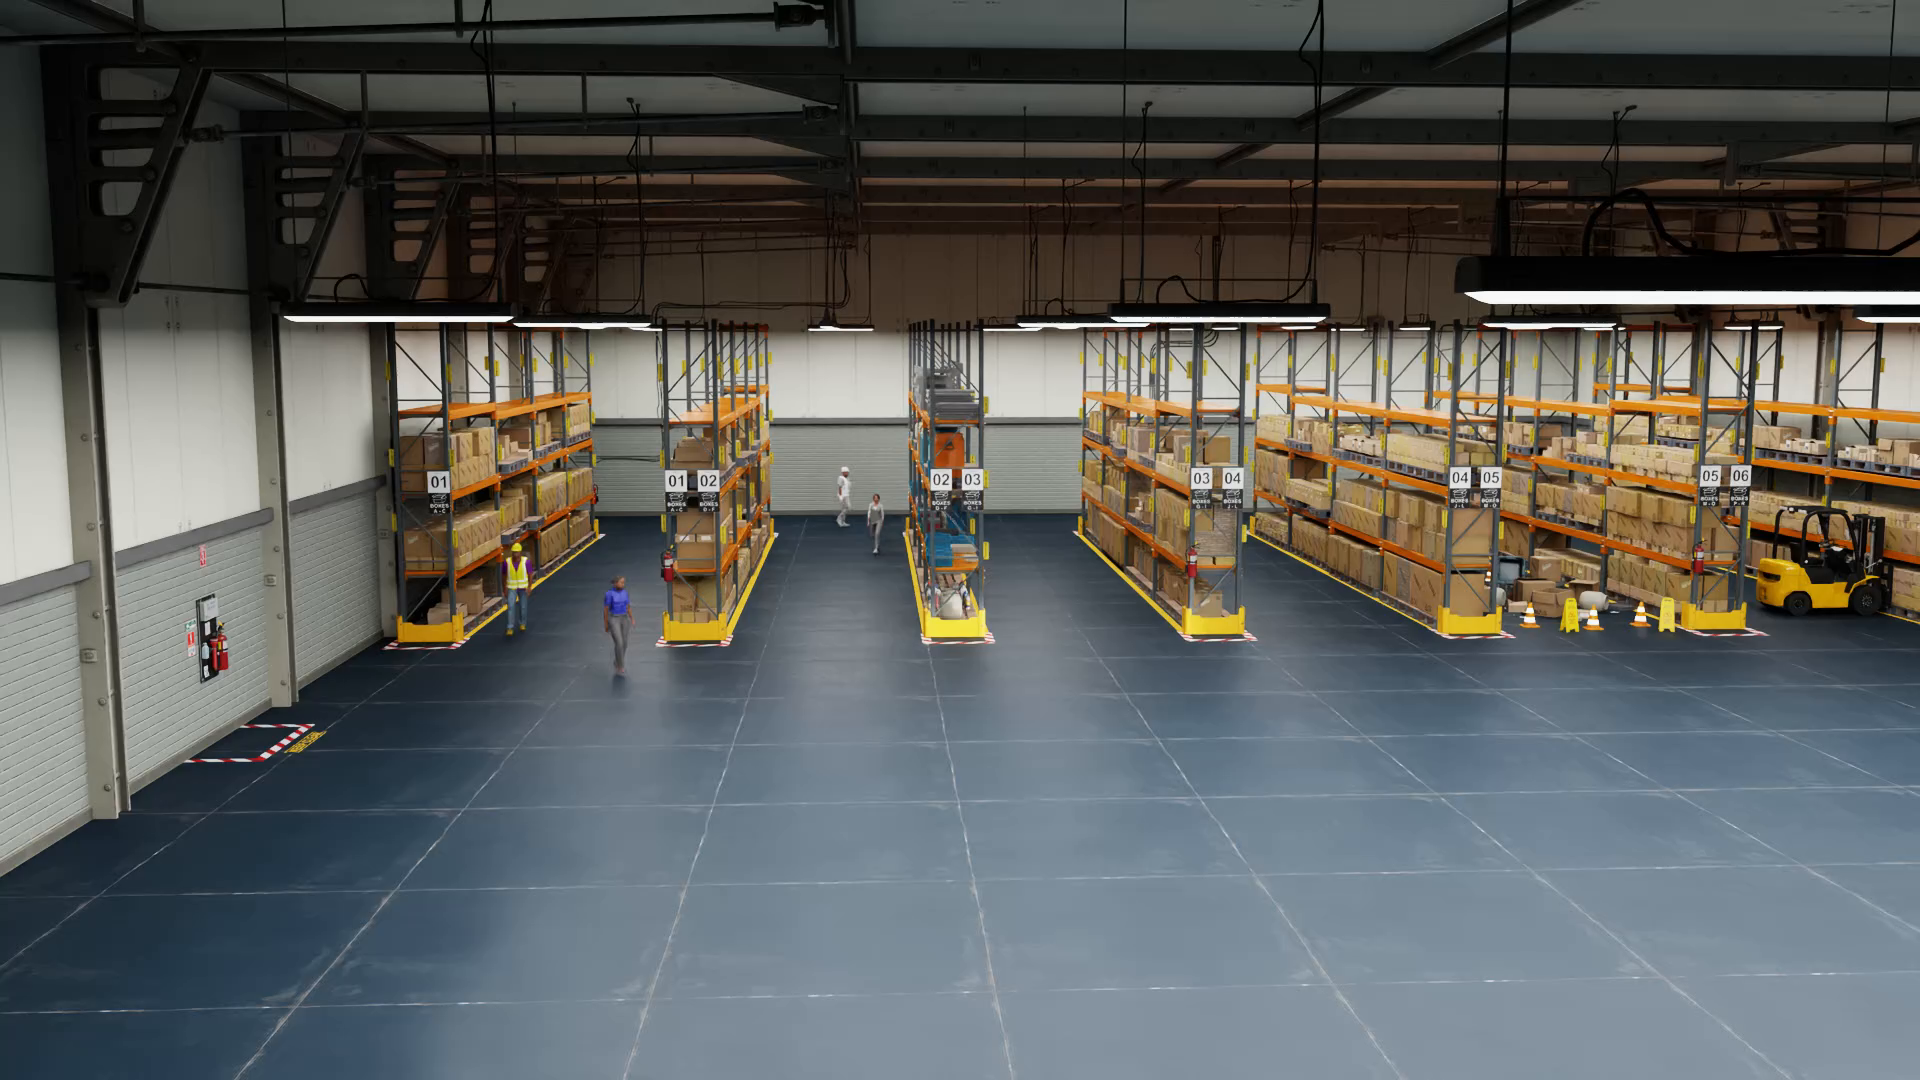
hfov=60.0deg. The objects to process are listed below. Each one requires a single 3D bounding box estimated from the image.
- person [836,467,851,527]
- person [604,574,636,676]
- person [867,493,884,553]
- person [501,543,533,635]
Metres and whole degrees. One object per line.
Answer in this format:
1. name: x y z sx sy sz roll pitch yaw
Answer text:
1. person: -3.460 -1.284 49.425 0.456 1.782 0.582 0 7 -1
2. person: -5.748 1.446 28.244 0.576 1.712 0.470 6 9 40
3. person: -2.205 -0.459 43.638 0.401 1.551 0.835 2 7 12
4. person: -8.459 0.922 31.797 0.584 1.712 0.989 -2 7 -16
